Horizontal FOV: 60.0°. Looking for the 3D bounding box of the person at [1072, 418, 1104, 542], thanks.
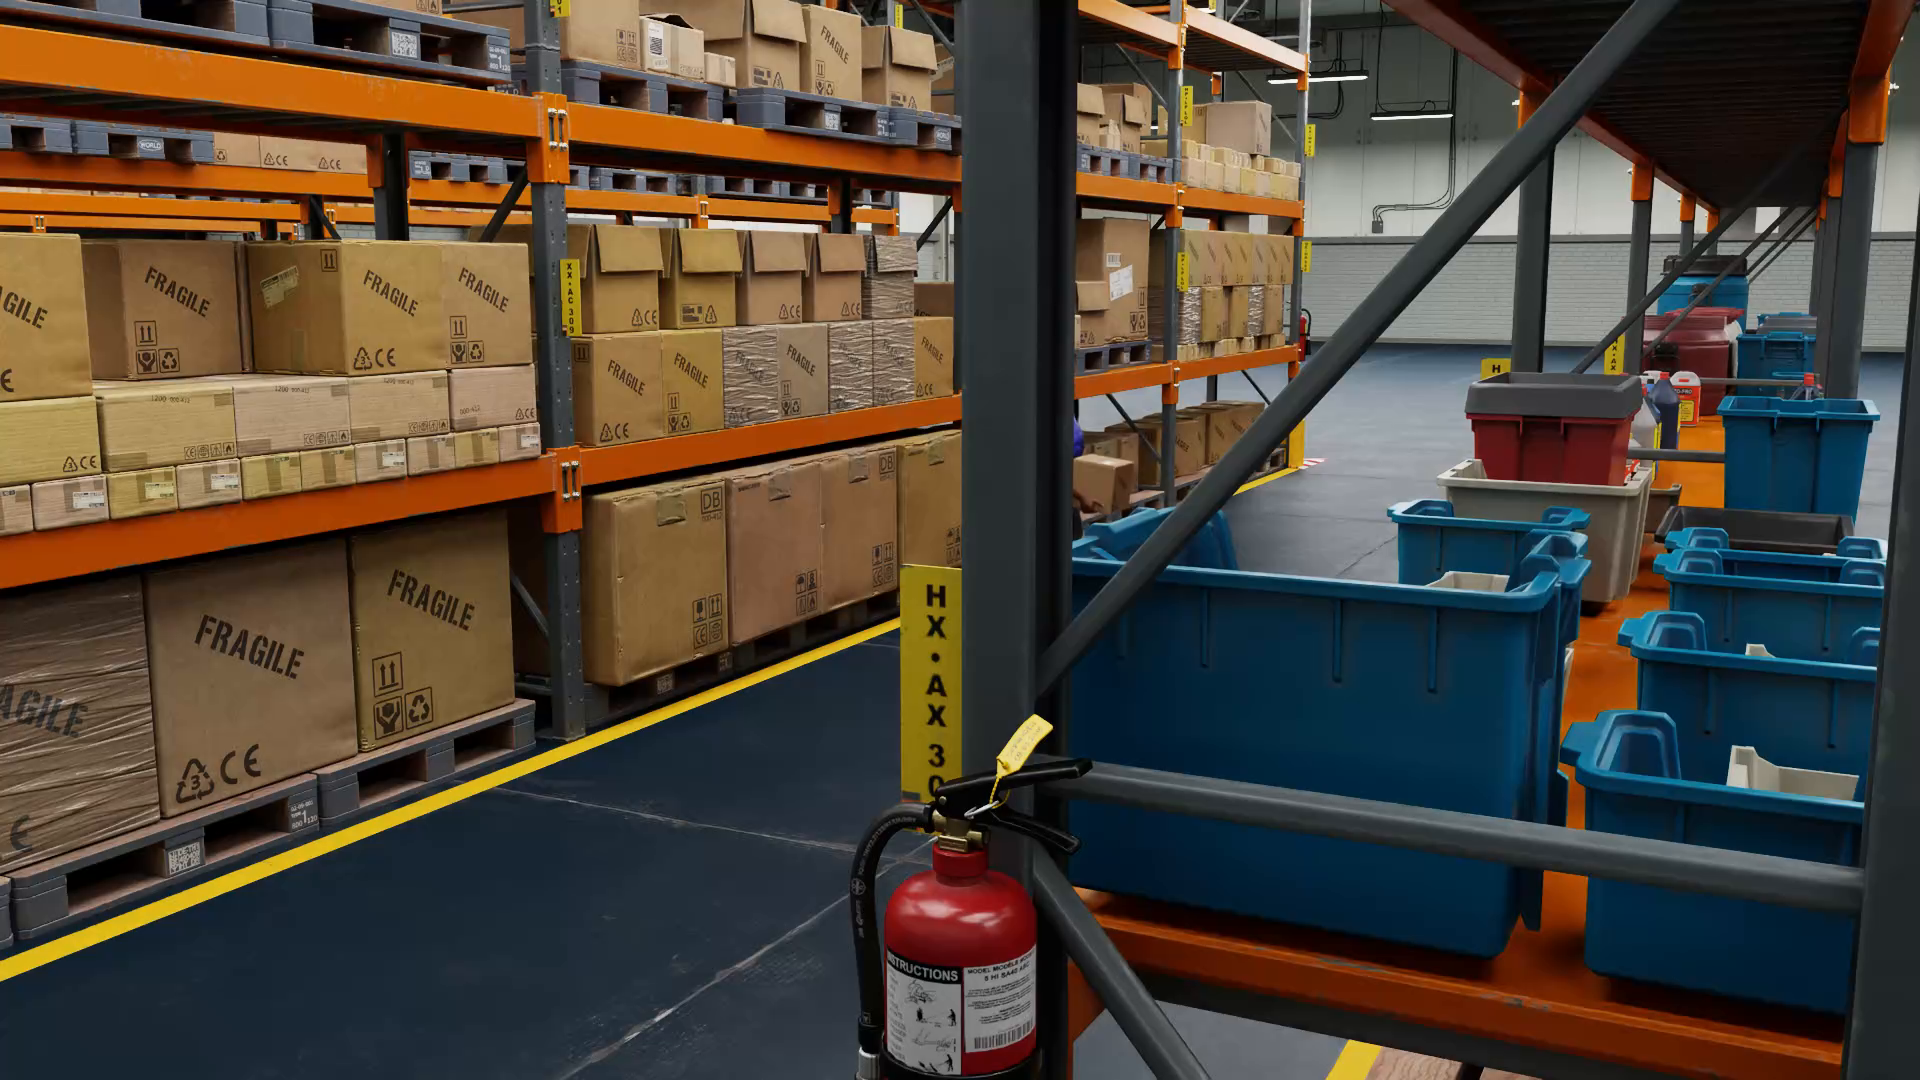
[{"bbox_3d":[0.571,-0.134,8.751,0.518,1.650,0.451,5,10,28],"label":"person"}]
